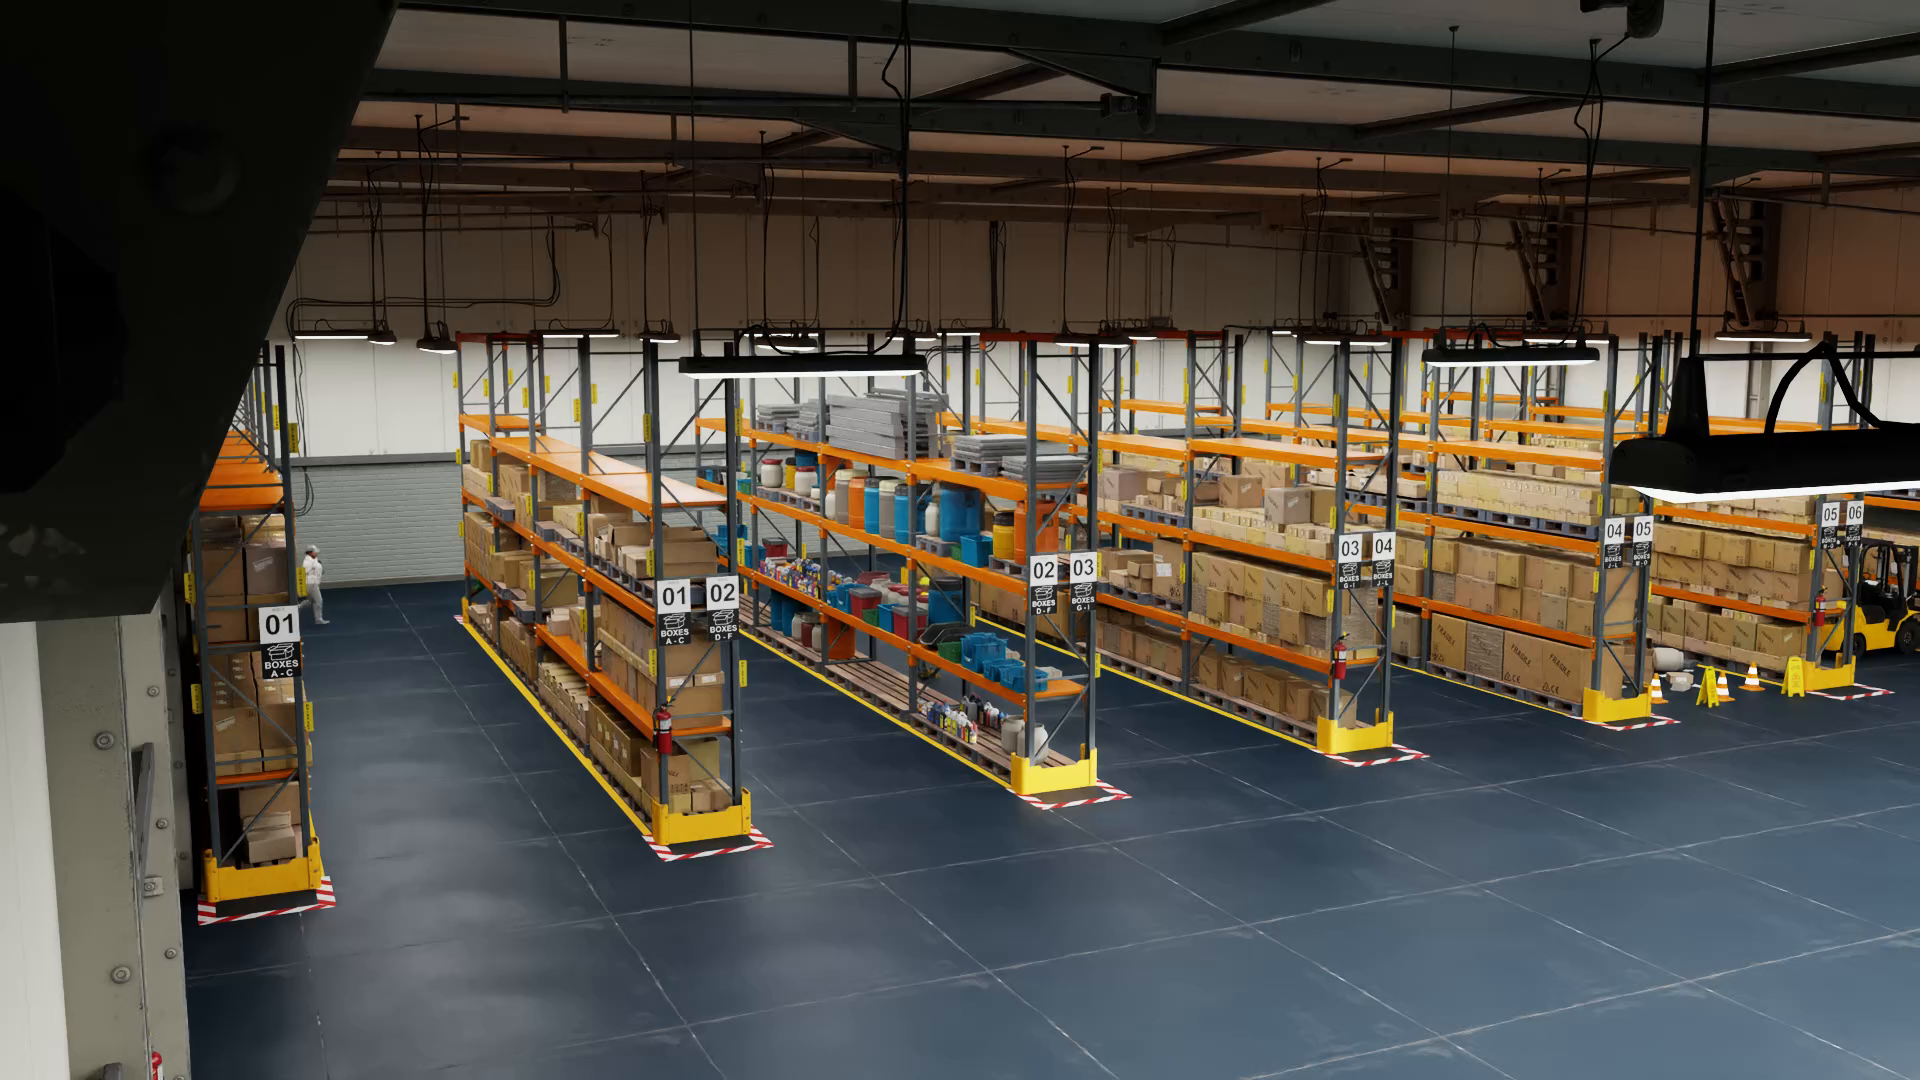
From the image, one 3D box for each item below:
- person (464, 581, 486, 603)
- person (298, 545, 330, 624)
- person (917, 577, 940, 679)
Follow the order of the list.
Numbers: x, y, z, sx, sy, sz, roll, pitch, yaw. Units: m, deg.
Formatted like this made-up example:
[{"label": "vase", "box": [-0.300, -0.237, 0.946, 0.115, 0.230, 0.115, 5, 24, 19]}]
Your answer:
[{"label": "person", "box": [-10.257, 0.631, 35.963, 1.105, 1.738, 0.517, 0, 8, 0]}, {"label": "person", "box": [-13.402, 0.912, 34.171, 0.806, 1.627, 0.496, -2, 8, -13]}, {"label": "person", "box": [-0.586, 1.531, 29.224, 0.397, 1.780, 0.648, -7, 10, -40]}]
